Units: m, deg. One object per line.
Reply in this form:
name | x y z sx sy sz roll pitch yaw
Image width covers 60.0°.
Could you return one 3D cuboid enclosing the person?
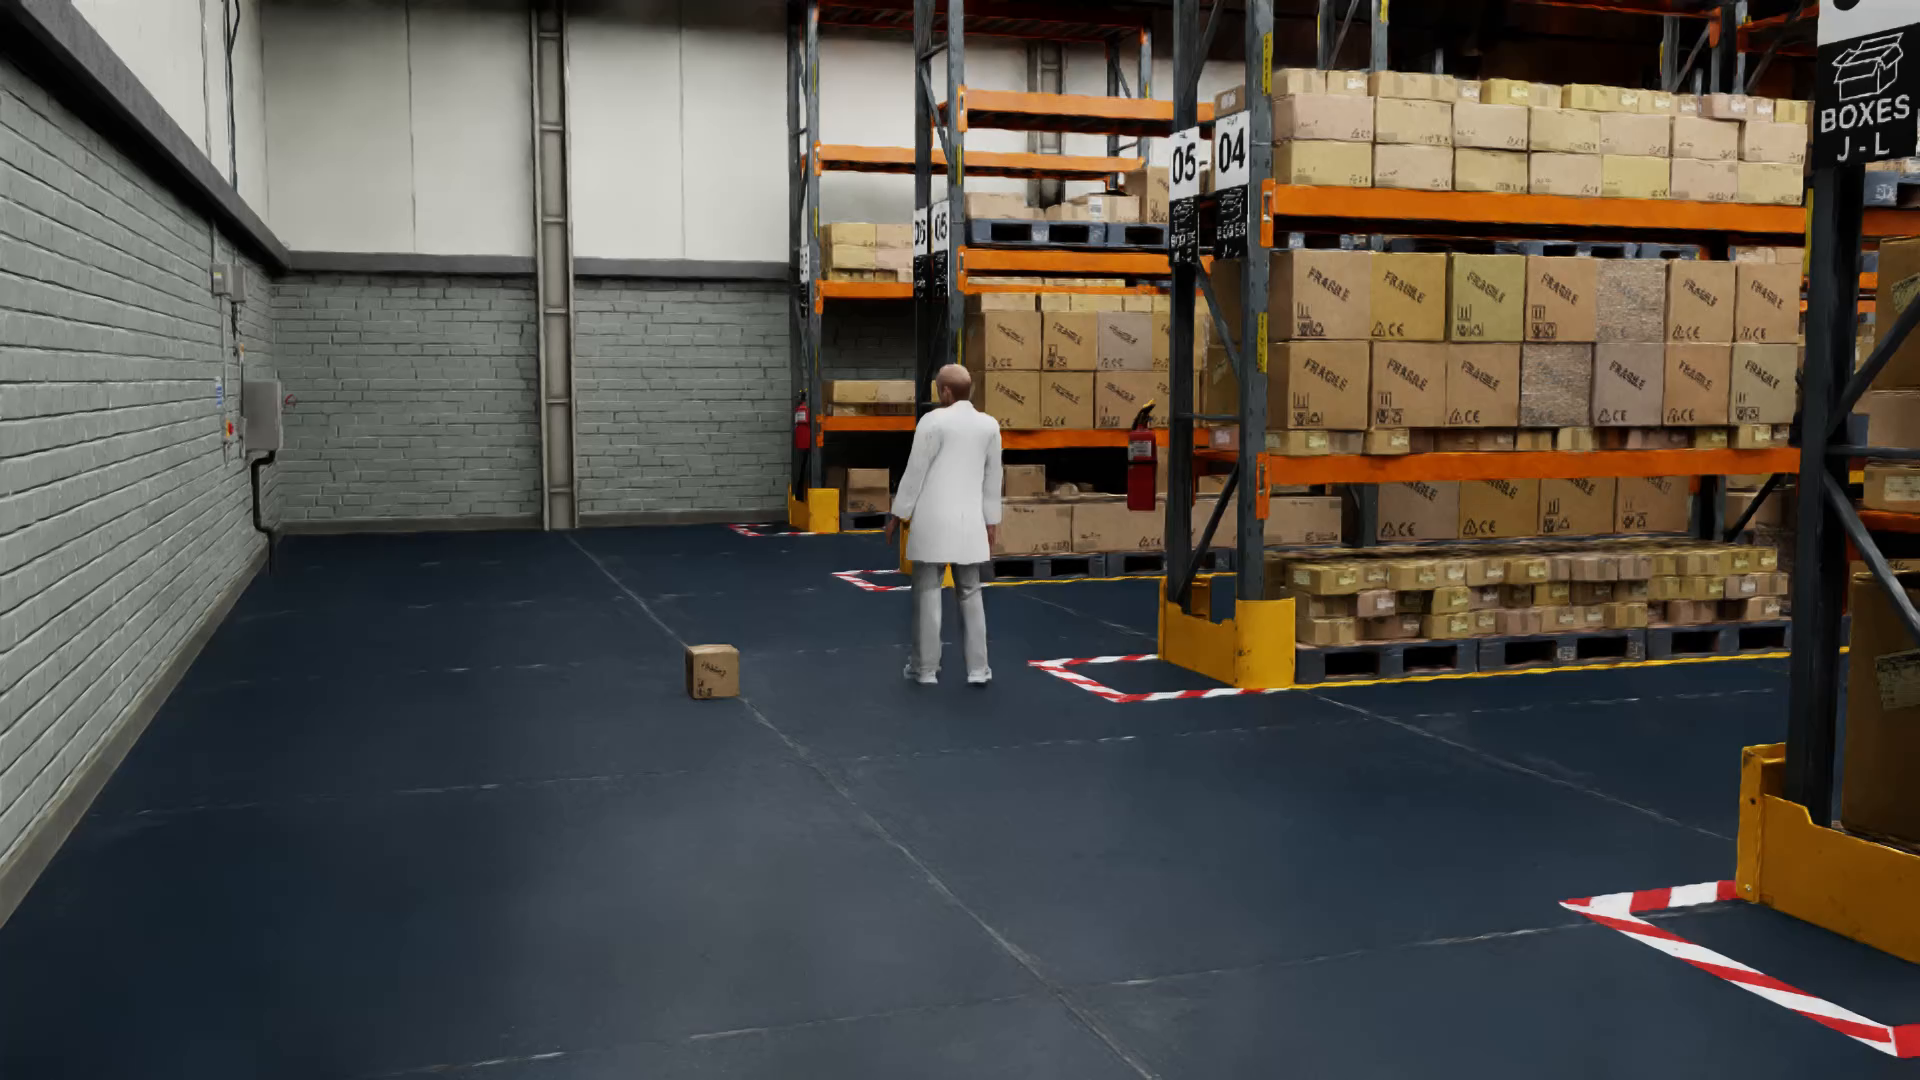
person | -0.090 -0.088 9.315 0.692 1.795 0.434 -4 7 -32
